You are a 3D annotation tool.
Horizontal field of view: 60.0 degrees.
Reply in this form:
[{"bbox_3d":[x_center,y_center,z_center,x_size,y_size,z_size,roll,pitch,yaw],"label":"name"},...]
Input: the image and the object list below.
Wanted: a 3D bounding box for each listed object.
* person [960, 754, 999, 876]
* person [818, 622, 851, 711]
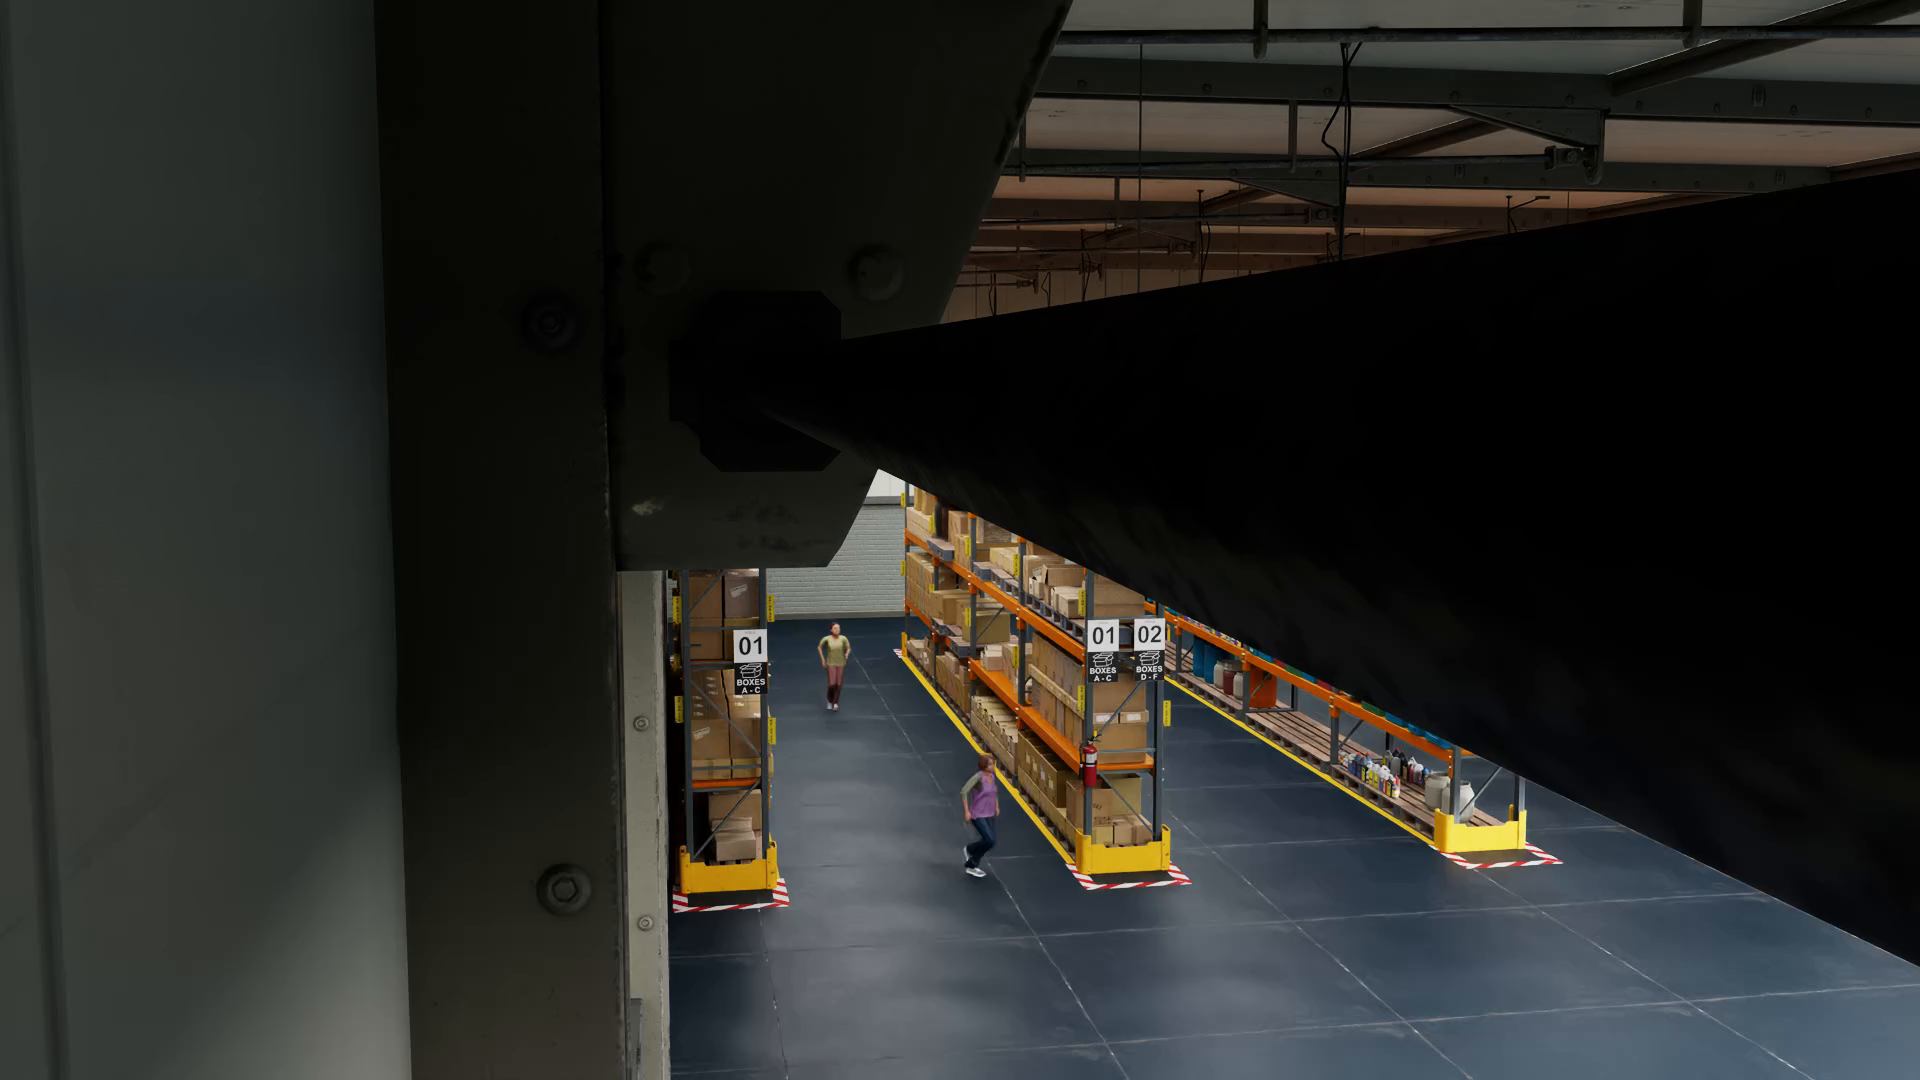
[{"bbox_3d":[0.266,3.429,20.652,0.492,1.546,0.605,5,7,38],"label":"person"},{"bbox_3d":[-2.294,2.339,30.670,0.594,1.627,0.609,-2,6,-15],"label":"person"}]
